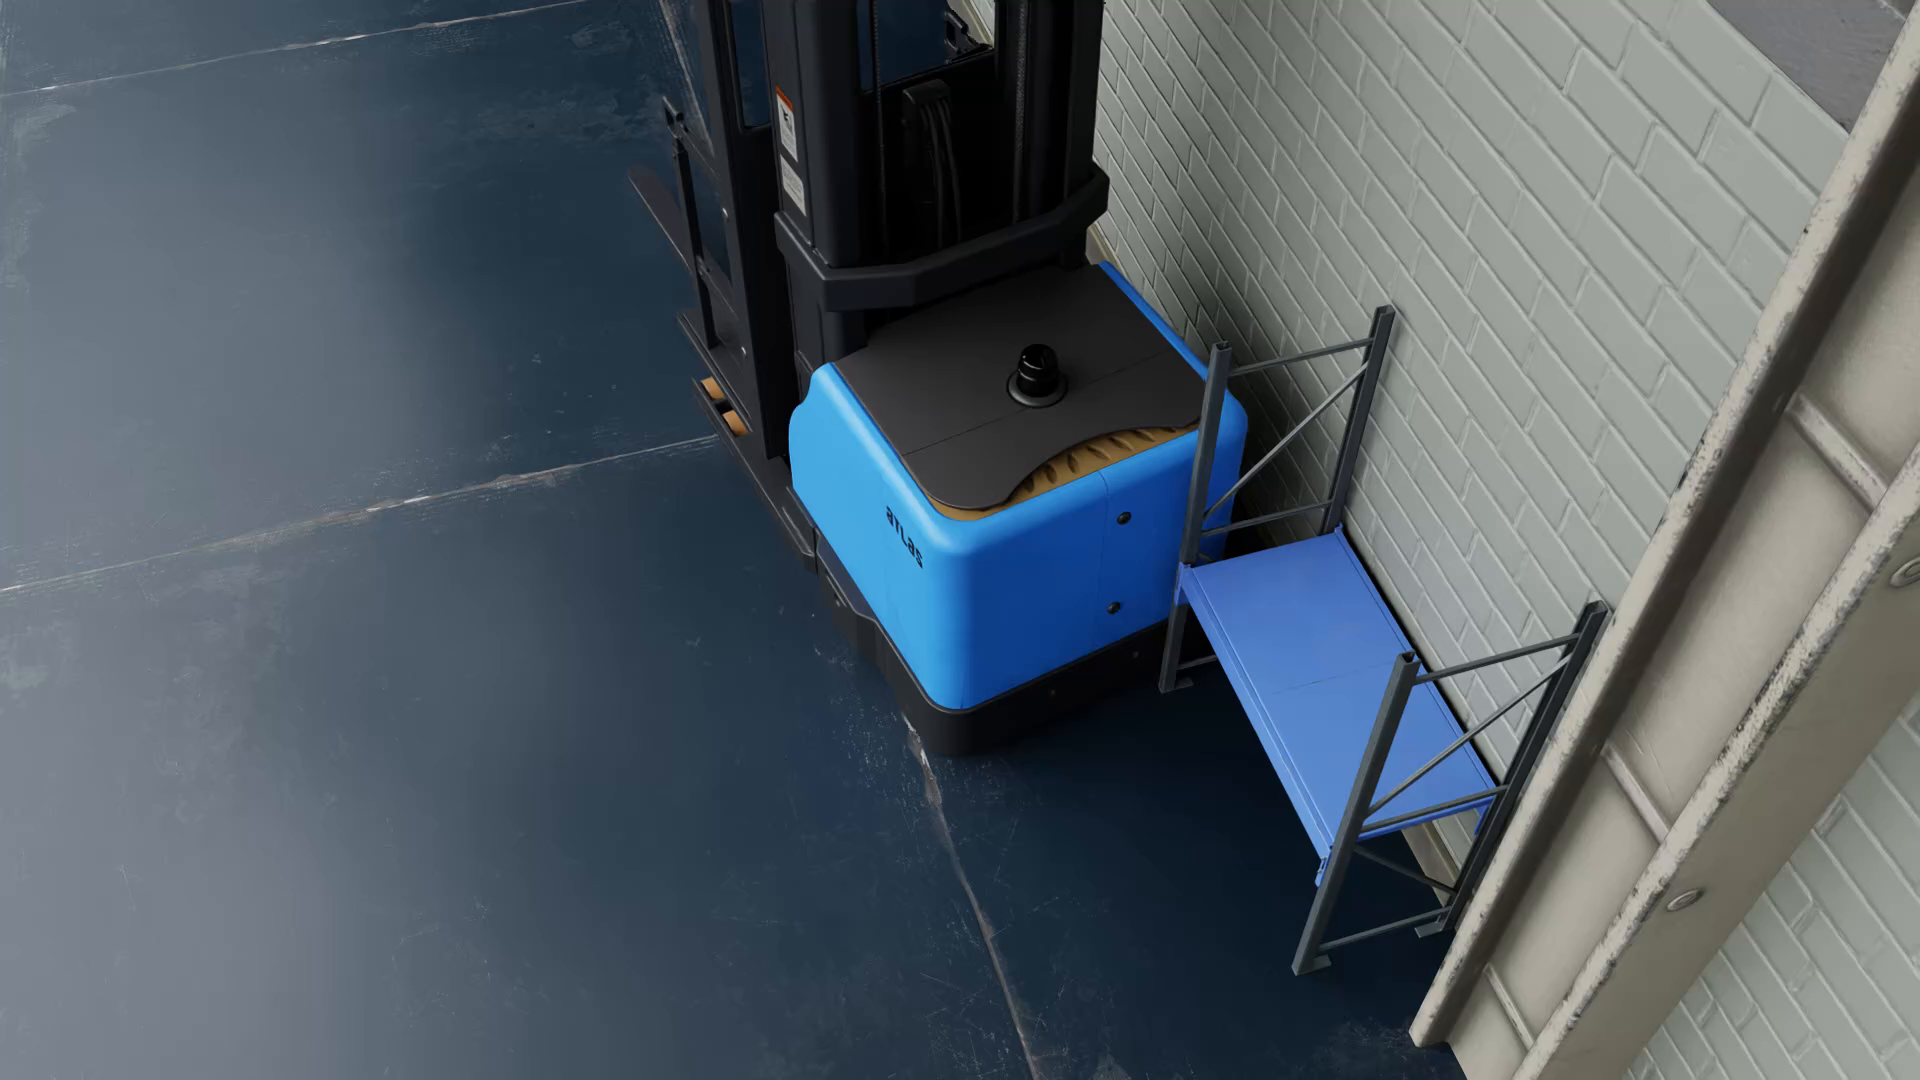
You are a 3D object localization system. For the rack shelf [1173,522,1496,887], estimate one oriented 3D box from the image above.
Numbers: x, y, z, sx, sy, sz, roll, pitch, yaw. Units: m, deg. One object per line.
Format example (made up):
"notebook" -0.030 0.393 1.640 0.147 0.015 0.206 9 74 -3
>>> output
"rack shelf" 1.033 0.428 4.643 0.538 0.185 1.000 -13 51 -11

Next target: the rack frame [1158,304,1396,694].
"rack frame" 0.881 -0.058 4.818 0.500 1.500 0.032 -13 51 -11

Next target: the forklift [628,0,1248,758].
"forklift" -0.321 -1.409 5.021 1.130 2.935 3.031 -23 54 -18

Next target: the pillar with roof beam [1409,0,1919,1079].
"pillar with roof beam" -2.666 -0.462 0.254 9.100 9.000 0.400 -13 51 -11

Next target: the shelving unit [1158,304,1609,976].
"shelving unit" 1.033 0.312 4.506 0.538 1.500 1.048 -13 51 -11

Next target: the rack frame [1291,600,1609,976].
"rack frame" 1.185 0.683 4.193 0.500 1.500 0.032 -13 51 -11
